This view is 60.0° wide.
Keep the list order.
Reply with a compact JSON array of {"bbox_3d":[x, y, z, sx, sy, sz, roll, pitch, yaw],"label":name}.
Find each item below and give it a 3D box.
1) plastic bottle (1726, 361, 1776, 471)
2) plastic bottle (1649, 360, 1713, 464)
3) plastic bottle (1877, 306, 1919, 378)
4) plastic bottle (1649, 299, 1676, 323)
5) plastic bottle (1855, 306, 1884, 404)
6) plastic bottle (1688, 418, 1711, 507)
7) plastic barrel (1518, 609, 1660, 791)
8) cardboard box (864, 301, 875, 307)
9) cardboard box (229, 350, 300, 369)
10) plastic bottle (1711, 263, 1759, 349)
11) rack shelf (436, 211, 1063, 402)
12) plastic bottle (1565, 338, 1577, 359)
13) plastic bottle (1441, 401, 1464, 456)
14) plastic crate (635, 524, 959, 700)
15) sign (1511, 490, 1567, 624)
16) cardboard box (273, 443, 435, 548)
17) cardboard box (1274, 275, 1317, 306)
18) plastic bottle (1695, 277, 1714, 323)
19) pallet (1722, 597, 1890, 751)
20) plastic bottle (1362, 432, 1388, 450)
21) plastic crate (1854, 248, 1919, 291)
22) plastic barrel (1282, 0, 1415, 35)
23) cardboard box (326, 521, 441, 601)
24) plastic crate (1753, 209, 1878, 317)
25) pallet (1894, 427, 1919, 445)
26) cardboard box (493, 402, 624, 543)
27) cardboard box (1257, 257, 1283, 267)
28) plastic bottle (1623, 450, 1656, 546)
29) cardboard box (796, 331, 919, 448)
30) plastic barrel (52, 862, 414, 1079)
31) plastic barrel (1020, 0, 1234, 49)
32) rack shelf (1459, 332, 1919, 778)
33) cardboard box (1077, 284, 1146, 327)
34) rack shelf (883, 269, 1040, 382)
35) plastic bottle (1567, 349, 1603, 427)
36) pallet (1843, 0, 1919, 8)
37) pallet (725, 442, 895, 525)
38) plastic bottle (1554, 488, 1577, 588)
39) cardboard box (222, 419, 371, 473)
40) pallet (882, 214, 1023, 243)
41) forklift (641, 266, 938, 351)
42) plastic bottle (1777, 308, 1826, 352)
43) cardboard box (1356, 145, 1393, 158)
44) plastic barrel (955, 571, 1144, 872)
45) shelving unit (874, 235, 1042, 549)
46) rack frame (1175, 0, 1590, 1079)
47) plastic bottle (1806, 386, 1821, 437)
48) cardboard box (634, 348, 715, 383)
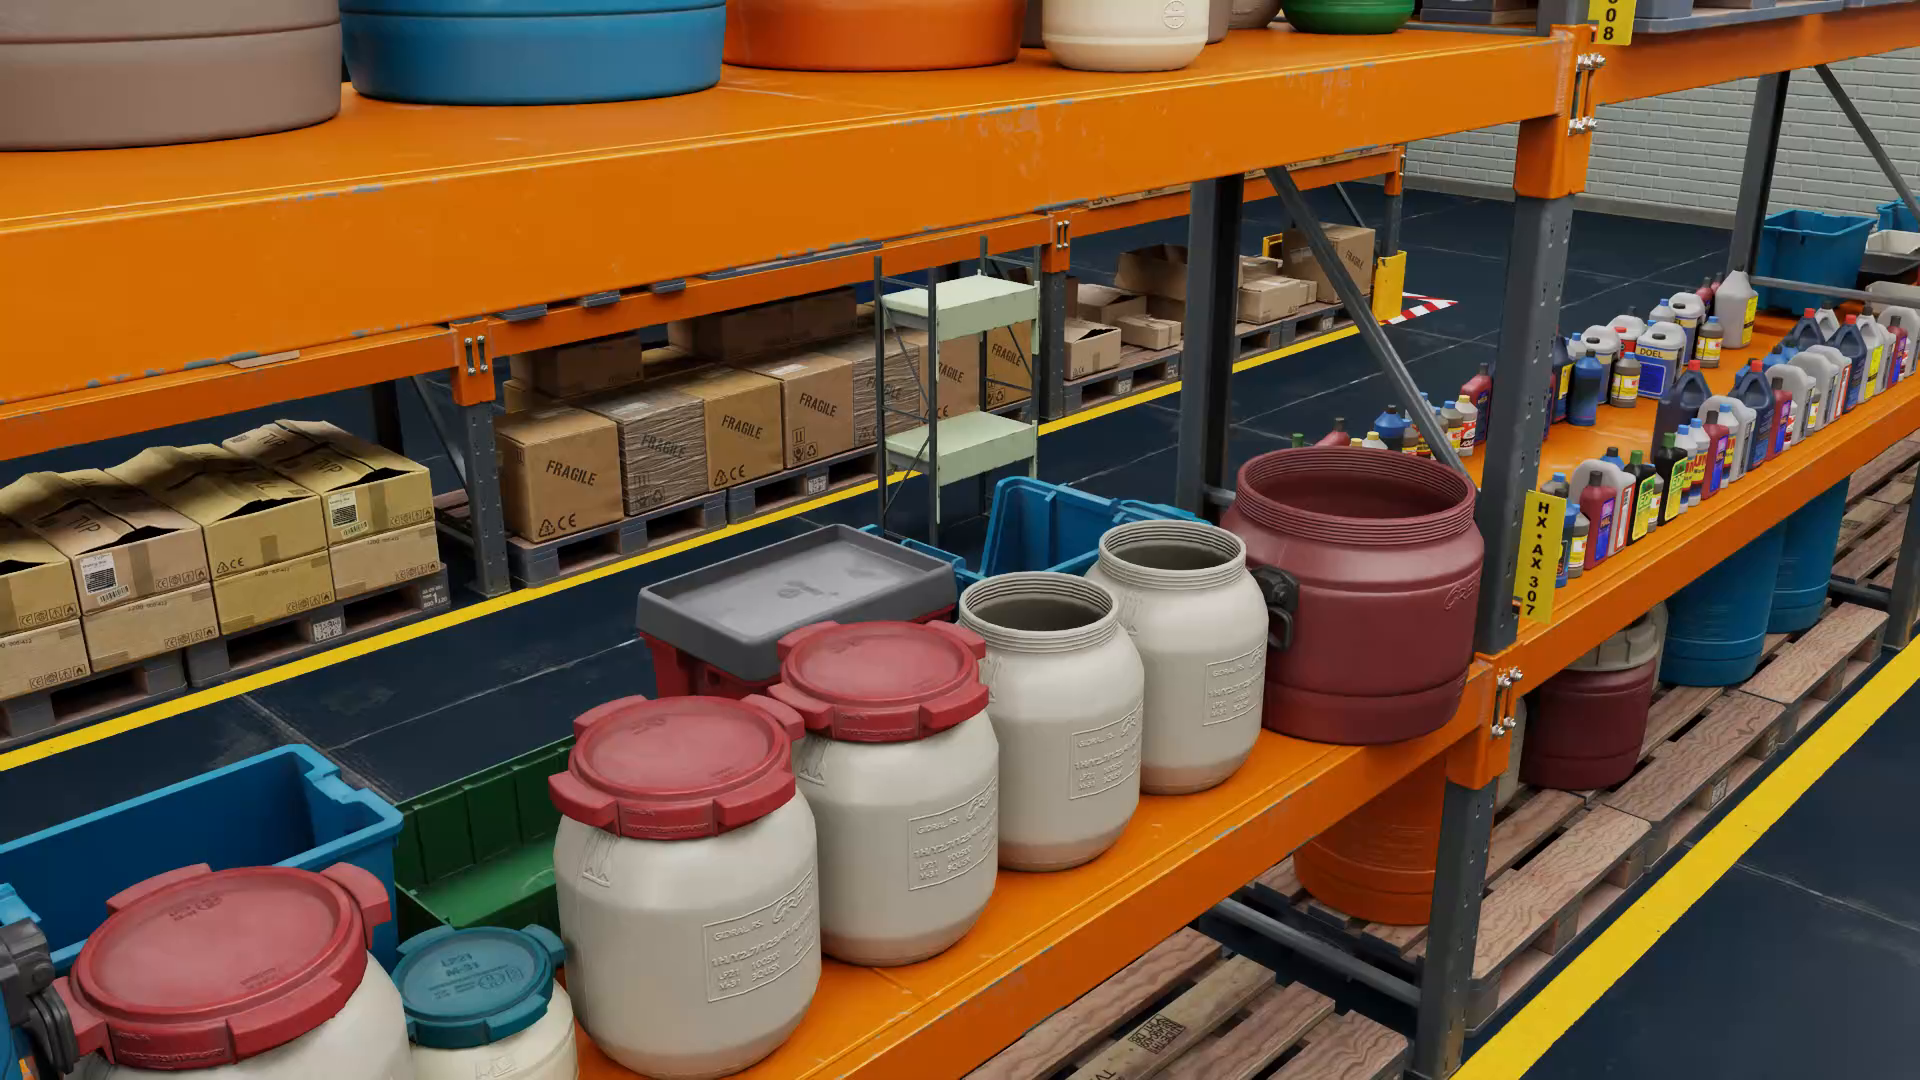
[{"bbox_3d":[2.626,-0.421,5.557,0.144,0.351,0.185,19,28,41],"label":"plastic bottle"},{"bbox_3d":[2.423,-0.424,5.566,0.144,0.351,0.185,19,28,41],"label":"plastic bottle"},{"bbox_3d":[3.758,-0.805,6.661,0.152,0.276,0.135,19,28,41],"label":"plastic bottle"},{"bbox_3d":[2.850,-0.844,6.770,0.097,0.271,0.097,0,21,0],"label":"plastic bottle"},{"bbox_3d":[3.395,-0.704,6.294,0.144,0.351,0.185,19,28,41],"label":"plastic bottle"},{"bbox_3d":[2.290,-0.248,5.217,0.097,0.271,0.097,0,21,0],"label":"plastic bottle"},{"bbox_3d":[2.128,0.492,5.888,0.600,0.588,0.708,19,28,41],"label":"plastic barrel"},{"bbox_3d":[-0.257,-1.261,10.545,0.500,0.500,0.500,18,27,38],"label":"cardboard box"},{"bbox_3d":[-2.965,-0.840,6.929,0.380,0.149,0.250,19,28,41],"label":"cardboard box"},{"bbox_3d":[3.296,-1.002,7.070,0.144,0.351,0.185,19,28,41],"label":"plastic bottle"},{"bbox_3d":[-1.140,-1.436,9.132,1.077,0.370,4.000,19,28,41],"label":"rack shelf"},{"bbox_3d":[2.229,-0.616,6.175,0.097,0.271,0.097,0,21,0],"label":"plastic bottle"},{"bbox_3d":[1.650,-0.369,5.632,0.097,0.201,0.097,0,21,0],"label":"plastic bottle"},{"bbox_3d":[-0.335,0.292,3.545,0.402,0.464,0.583,19,28,41],"label":"plastic crate"},{"bbox_3d":[1.410,0.043,4.055,0.100,0.325,0.005,19,28,41],"label":"sign"},{"bbox_3d":[-2.724,-0.236,7.472,0.500,0.311,0.500,-19,28,-41],"label":"cardboard box"},{"bbox_3d":[2.496,-1.914,12.709,0.380,0.166,0.250,19,28,41],"label":"cardboard box"},{"bbox_3d":[3.147,-0.969,7.077,0.061,0.283,0.133,19,28,41],"label":"plastic bottle"},{"bbox_3d":[3.233,0.444,7.124,1.003,0.211,1.213,19,28,41],"label":"pallet"},{"bbox_3d":[1.310,-0.244,5.306,0.097,0.201,0.097,0,21,0],"label":"plastic bottle"},{"bbox_3d":[4.390,-1.300,8.075,0.437,0.125,0.590,19,28,41],"label":"plastic crate"},{"bbox_3d":[0.875,-1.268,3.729,0.294,0.245,0.294,0,21,0],"label":"plastic barrel"},{"bbox_3d":[-2.728,0.026,7.573,0.500,0.250,0.500,-19,28,-41],"label":"cardboard box"},{"bbox_3d":[3.883,-1.271,7.639,0.392,0.384,0.575,19,28,41],"label":"plastic crate"},{"bbox_3d":[5.989,-0.569,9.762,1.003,0.211,1.213,19,28,41],"label":"pallet"},{"bbox_3d":[-2.013,-0.342,8.153,0.500,0.500,0.500,-19,28,-40],"label":"cardboard box"},{"bbox_3d":[2.507,-2.167,13.392,0.380,0.149,0.250,19,28,41],"label":"cardboard box"},{"bbox_3d":[1.993,-0.135,4.907,0.061,0.283,0.133,19,28,41],"label":"plastic bottle"},{"bbox_3d":[-0.585,-0.872,9.533,0.500,0.500,0.500,20,29,41],"label":"cardboard box"},{"bbox_3d":[-0.955,0.757,2.235,0.433,0.535,0.433,0,21,0],"label":"plastic barrel"},{"bbox_3d":[0.283,-1.494,3.401,0.600,0.901,0.600,0,21,0],"label":"plastic barrel"},{"bbox_3d":[2.406,-0.195,5.904,1.077,0.370,4.000,19,28,41],"label":"rack shelf"},{"bbox_3d":[0.973,-1.646,11.811,0.500,0.311,0.500,19,28,41],"label":"cardboard box"},{"bbox_3d":[-0.005,-1.063,8.161,0.431,0.370,0.720,19,28,41],"label":"rack shelf"},{"bbox_3d":[2.265,-0.555,6.016,0.097,0.271,0.097,0,21,0],"label":"plastic bottle"},{"bbox_3d":[2.536,-1.839,5.260,1.003,0.211,1.213,19,28,41],"label":"pallet"},{"bbox_3d":[-1.136,-0.450,9.452,1.003,0.211,1.213,19,28,41],"label":"pallet"},{"bbox_3d":[1.645,-0.010,4.599,0.097,0.271,0.097,0,21,0],"label":"plastic bottle"},{"bbox_3d":[-3.111,-0.371,7.824,0.500,0.311,0.500,-19,28,-40],"label":"cardboard box"},{"bbox_3d":[-0.381,-2.018,9.912,1.003,0.211,1.213,19,28,41],"label":"pallet"},{"bbox_3d":[-1.589,-2.811,11.804,3.031,2.935,1.130,-14,25,-32],"label":"forklift"},{"bbox_3d":[3.162,-0.692,6.264,0.144,0.351,0.185,19,28,41],"label":"plastic bottle"},{"bbox_3d":[2.928,-3.177,12.521,0.500,0.500,0.500,-19,28,-40],"label":"cardboard box"},{"bbox_3d":[0.153,0.357,3.309,0.421,0.512,0.421,0,21,0],"label":"plastic barrel"},{"bbox_3d":[-0.005,-0.698,8.301,0.431,1.500,0.755,19,28,41],"label":"shelving unit"},{"bbox_3d":[1.011,-0.017,4.437,1.000,3.000,0.127,19,28,41],"label":"rack frame"},{"bbox_3d":[2.996,-0.475,5.907,0.097,0.201,0.097,0,21,0],"label":"plastic bottle"},{"bbox_3d":[-1.690,-0.728,9.159,0.500,0.500,0.500,18,27,39],"label":"cardboard box"}]
